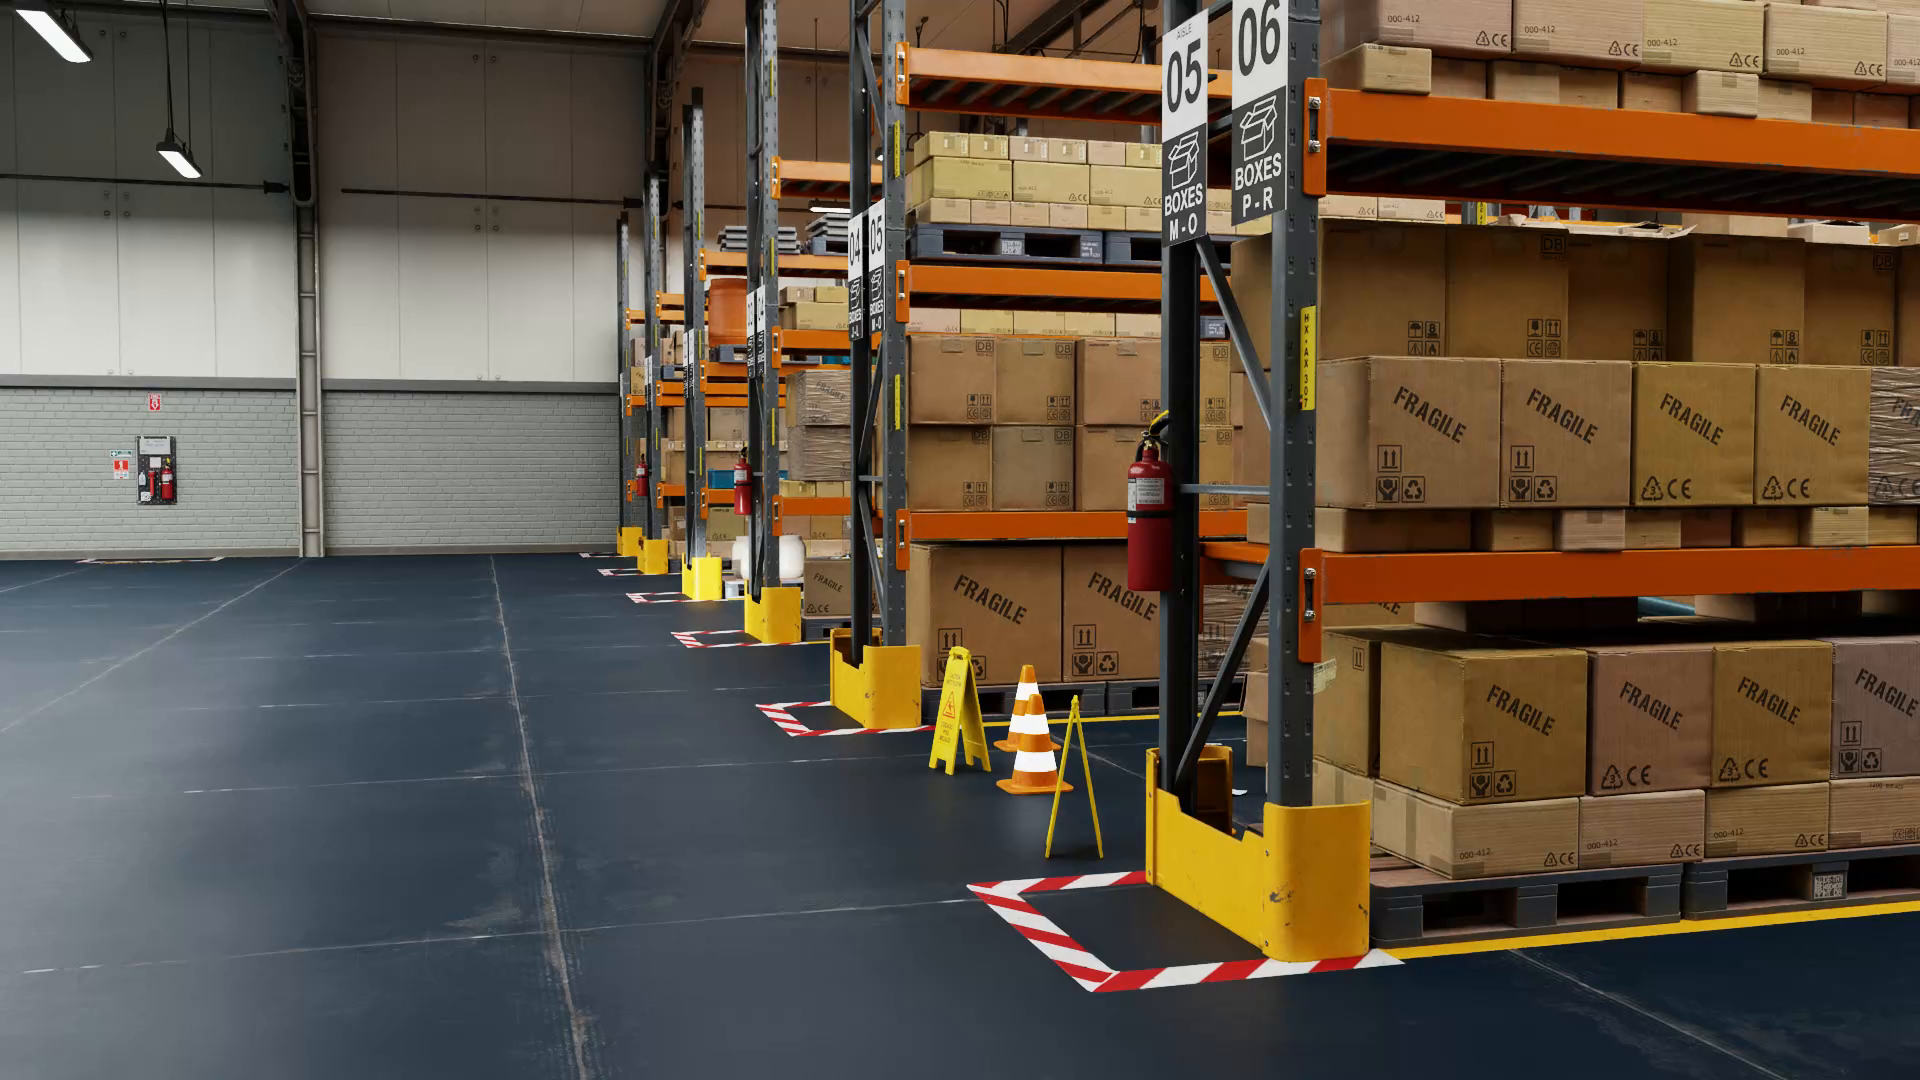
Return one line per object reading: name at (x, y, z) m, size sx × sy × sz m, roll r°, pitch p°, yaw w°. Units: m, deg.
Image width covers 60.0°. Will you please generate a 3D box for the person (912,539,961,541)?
person at (-0.256, -0.117, 18.257) m, size 0.620 × 1.779 × 0.454 m, roll -1°, pitch 3°, yaw -18°
